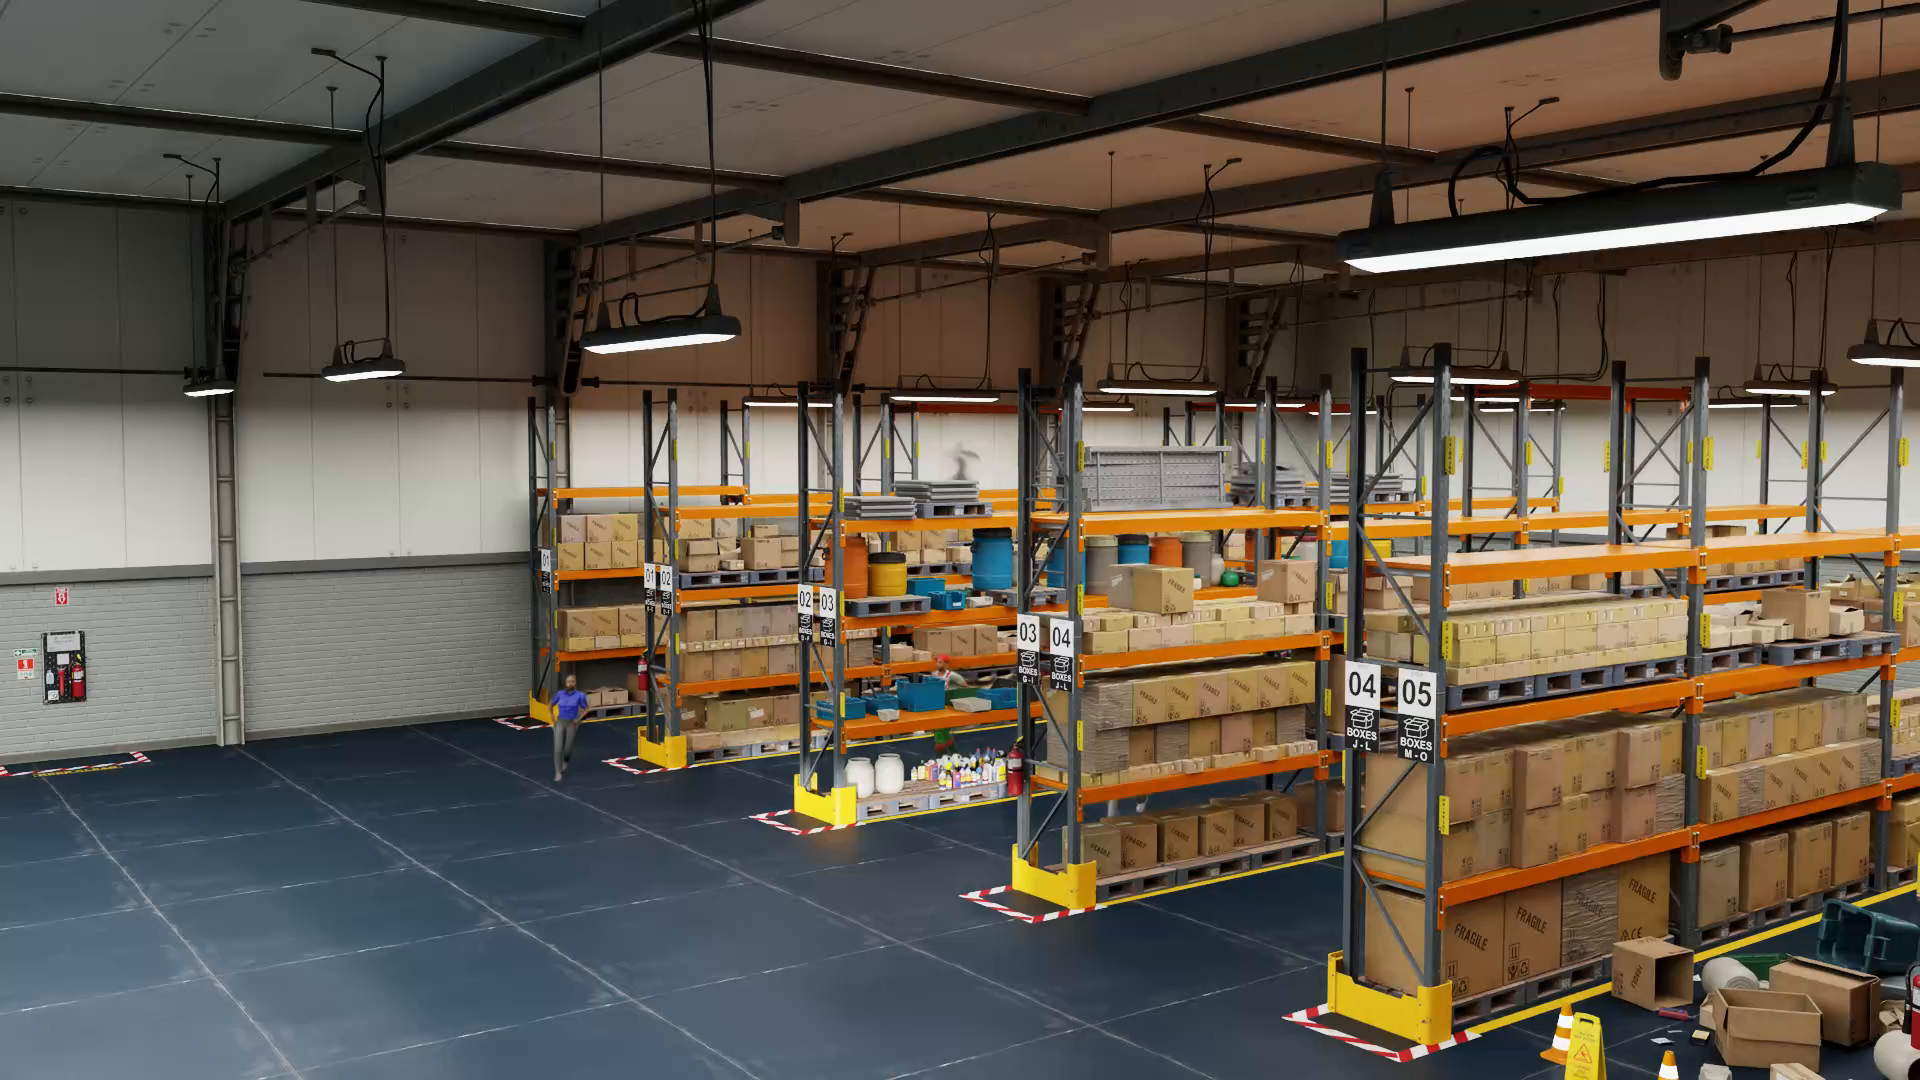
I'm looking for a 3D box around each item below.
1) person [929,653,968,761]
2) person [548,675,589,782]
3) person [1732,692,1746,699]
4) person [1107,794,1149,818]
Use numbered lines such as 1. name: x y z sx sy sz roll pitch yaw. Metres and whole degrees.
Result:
1. person: -0.272 2.707 26.287 0.774 1.840 0.638 -3 5 -44
2. person: -6.024 2.870 25.593 0.614 1.613 0.635 0 3 -5
3. person: 10.710 2.951 22.820 0.594 1.742 0.698 -3 4 -39
4. person: 2.228 3.019 22.440 0.567 1.669 0.879 3 5 43
